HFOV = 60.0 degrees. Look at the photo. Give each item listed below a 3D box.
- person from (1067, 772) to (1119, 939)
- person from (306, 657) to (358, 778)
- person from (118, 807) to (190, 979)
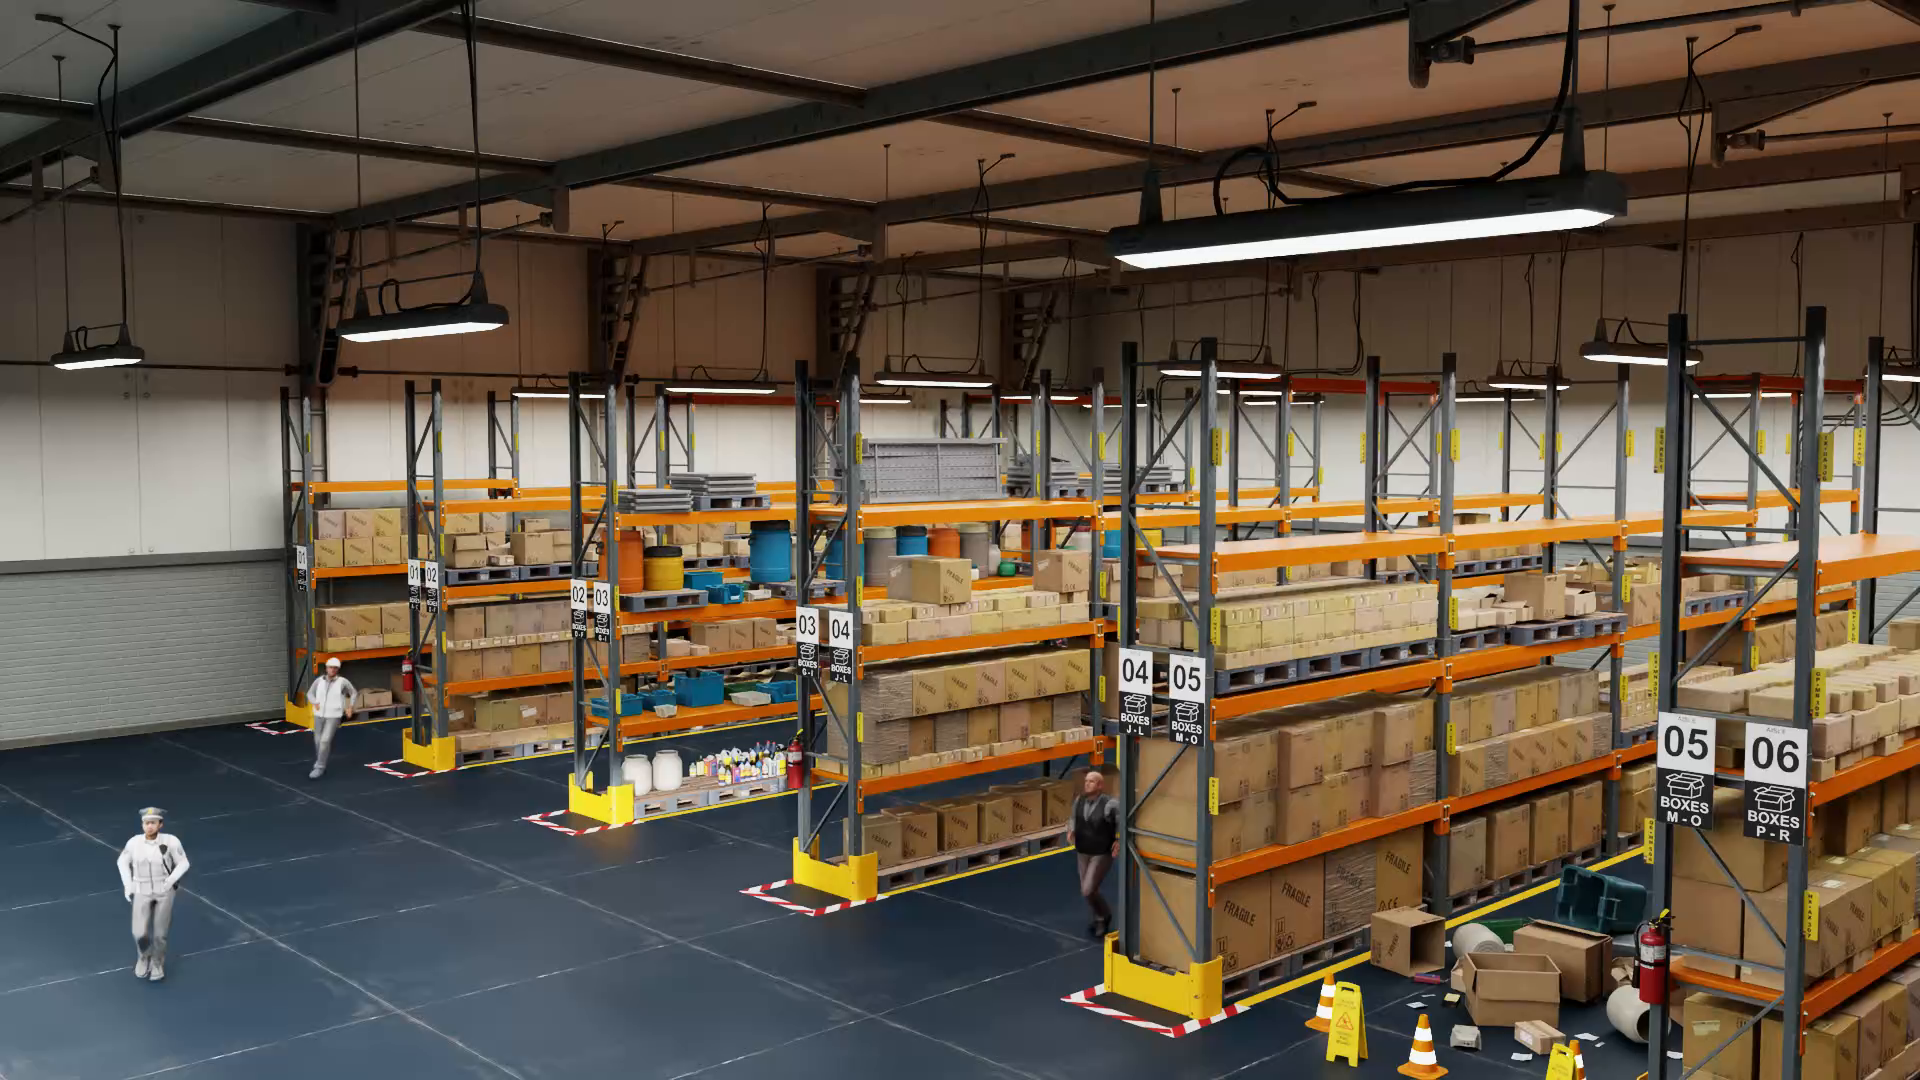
[{"bbox_3d":[1.374,3.228,17.010,0.671,1.717,0.670,3,5,41],"label":"person"},{"bbox_3d":[-9.532,2.658,25.169,0.724,1.748,0.916,0,4,-3],"label":"person"},{"bbox_3d":[-7.585,3.329,15.641,0.623,1.661,0.560,-1,4,-22],"label":"person"}]
